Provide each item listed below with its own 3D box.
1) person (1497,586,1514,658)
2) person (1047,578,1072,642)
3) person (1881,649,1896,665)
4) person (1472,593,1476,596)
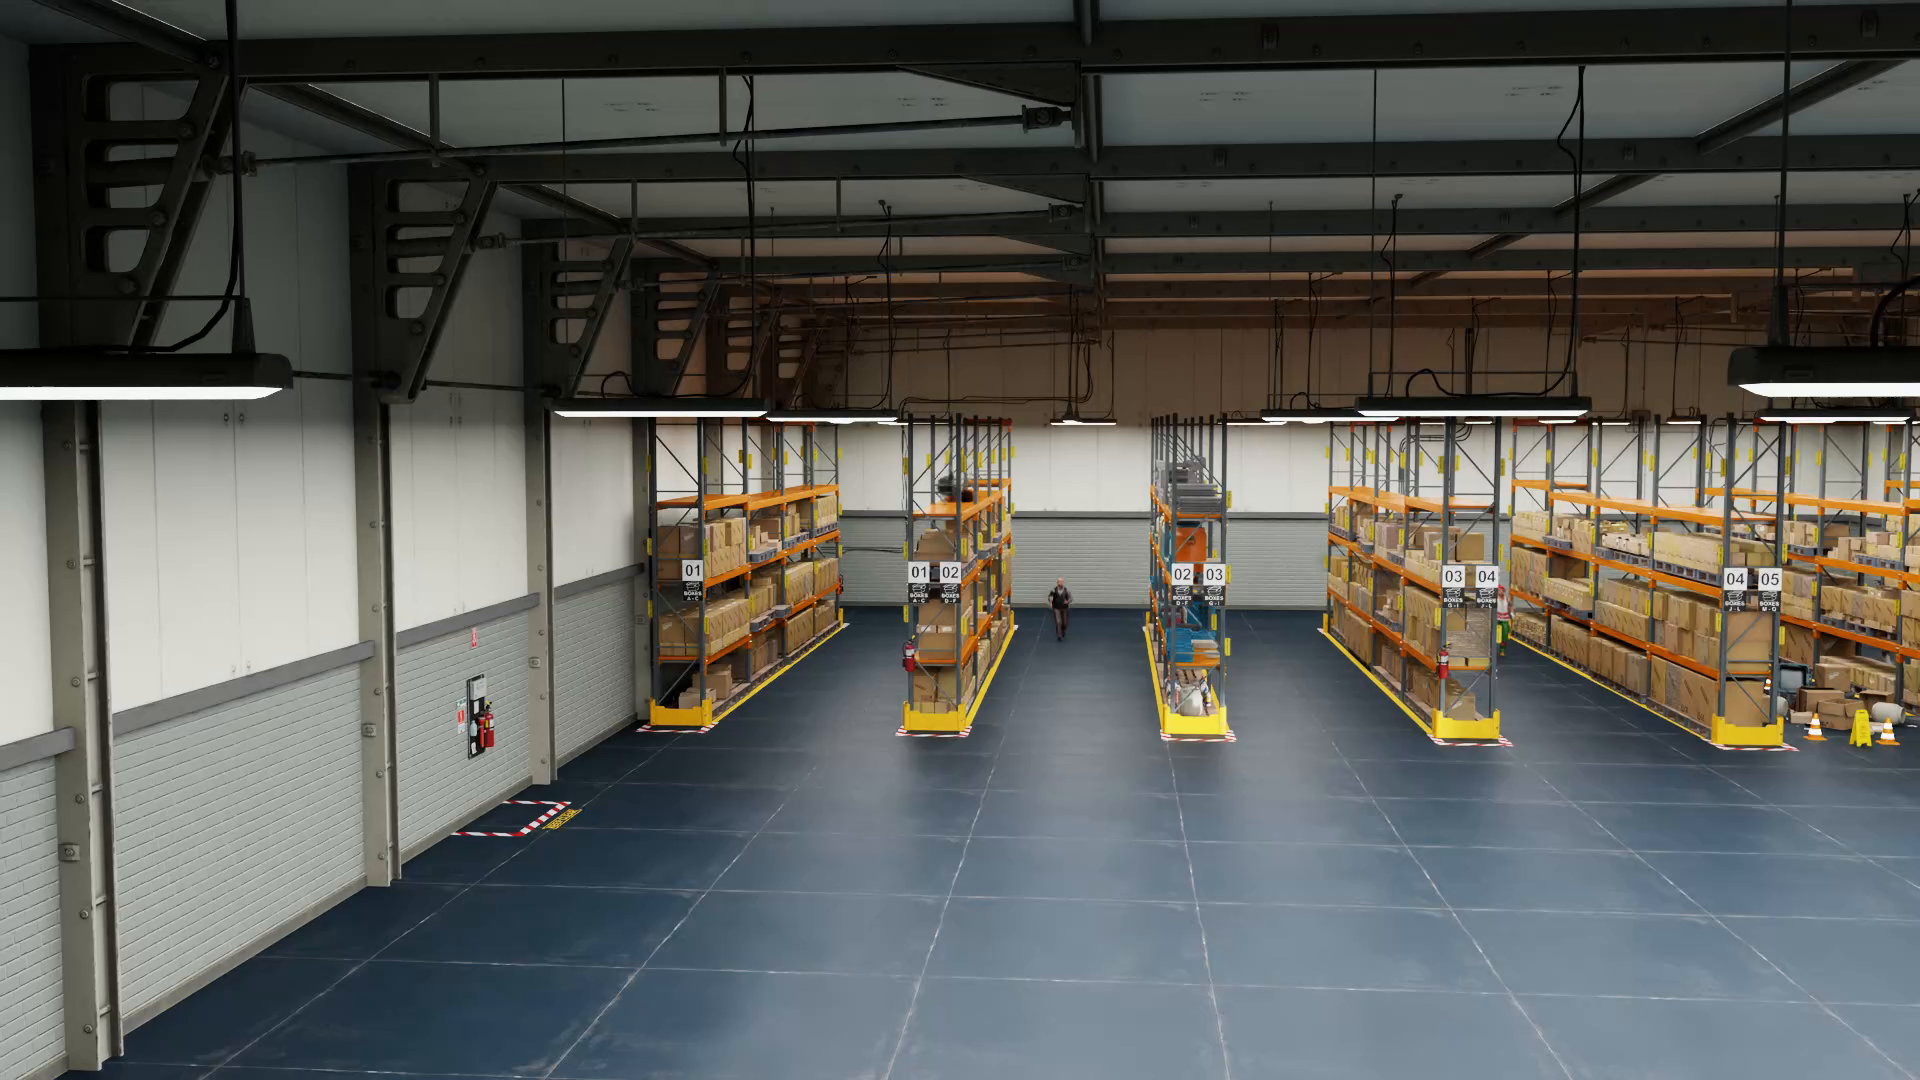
[{"bbox_3d":[13.636,2.037,41.888,0.669,1.766,0.898,0,4,6],"label":"person"},{"bbox_3d":[2.694,1.869,44.761,0.669,1.691,0.812,0,4,-1],"label":"person"},{"bbox_3d":[21.387,2.335,38.057,0.579,1.648,0.643,0,4,6],"label":"person"},{"bbox_3d":[14.755,1.705,47.138,0.552,1.707,0.728,-1,4,-9],"label":"person"}]
